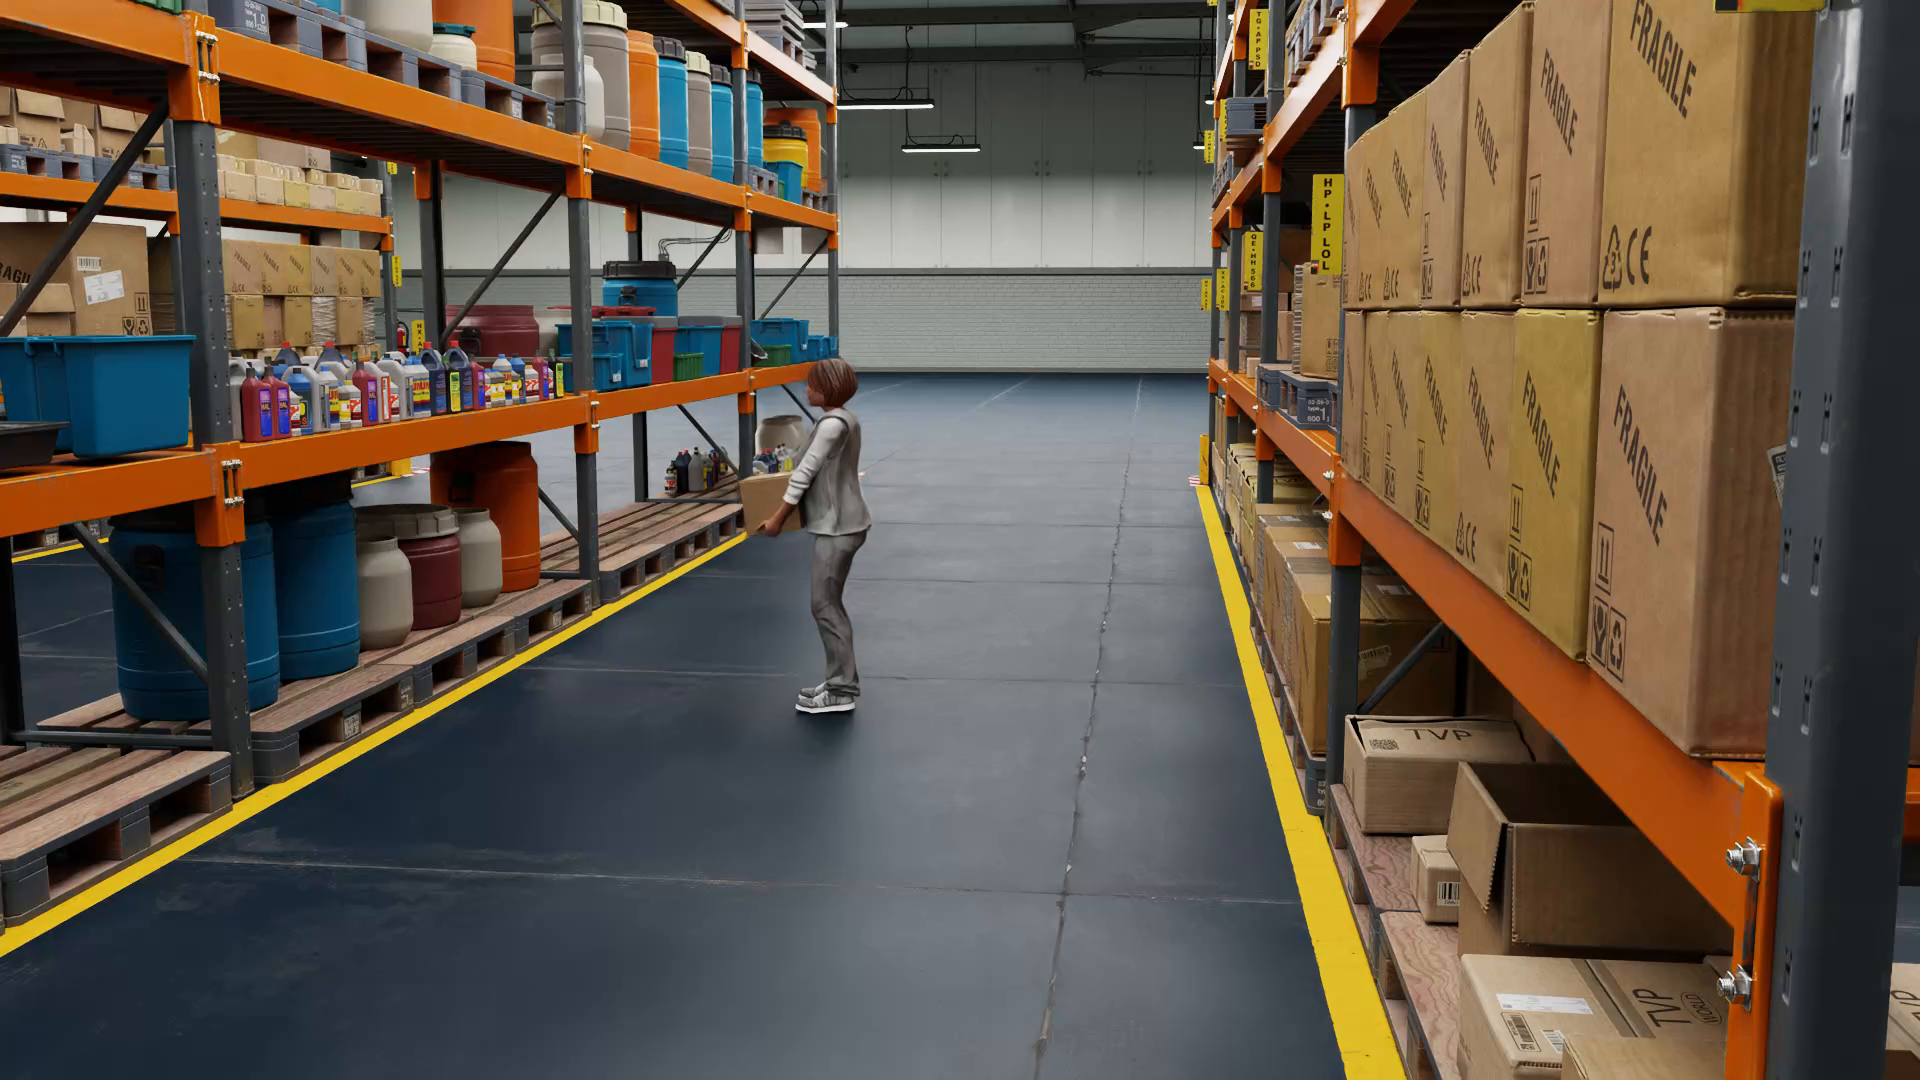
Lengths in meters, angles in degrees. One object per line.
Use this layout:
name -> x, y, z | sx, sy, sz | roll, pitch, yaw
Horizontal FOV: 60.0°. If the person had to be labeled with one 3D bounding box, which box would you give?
person -> -0.650, -0.023, 7.527 | 0.499, 1.599, 0.375 | 1, 8, 5
